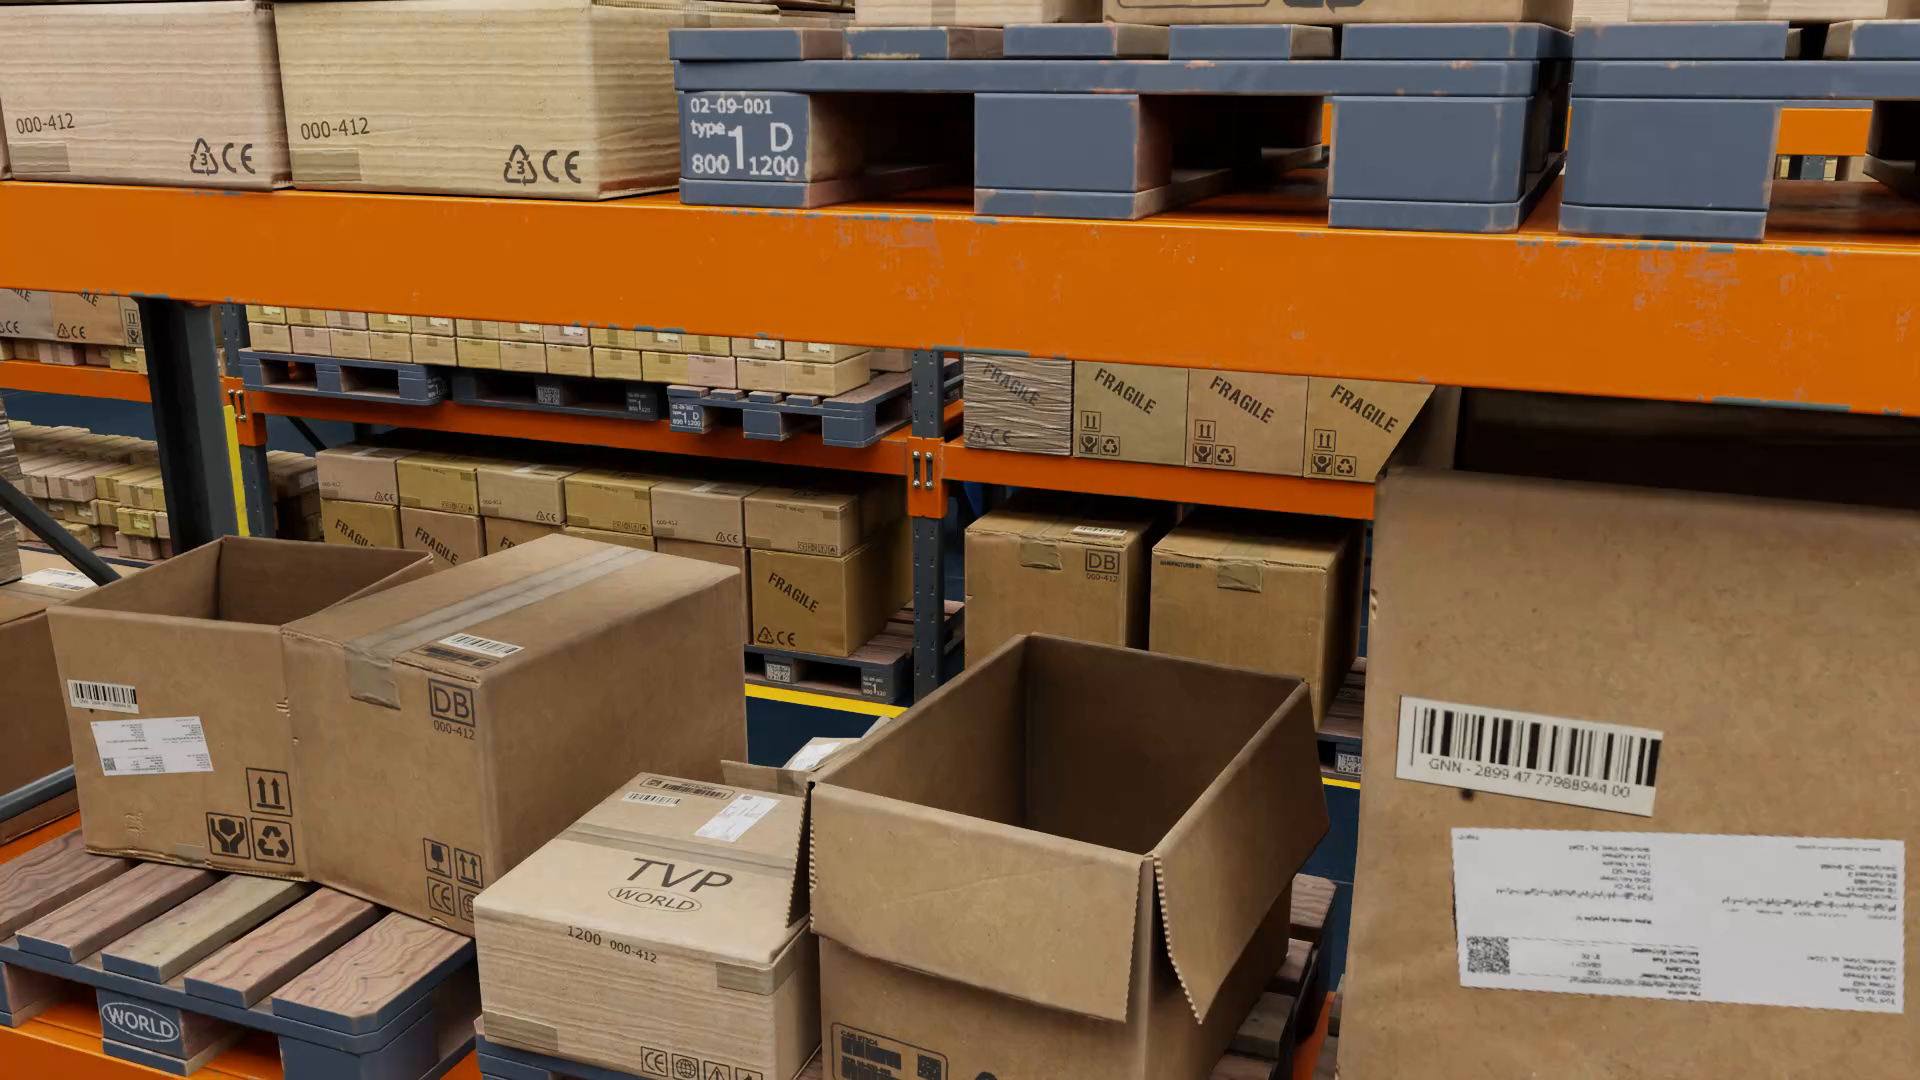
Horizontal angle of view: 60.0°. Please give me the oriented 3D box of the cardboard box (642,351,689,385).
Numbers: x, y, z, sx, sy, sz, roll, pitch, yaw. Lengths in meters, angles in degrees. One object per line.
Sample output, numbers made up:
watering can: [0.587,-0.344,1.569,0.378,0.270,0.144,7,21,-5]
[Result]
cardboard box: [-1.307,-0.851,7.921,0.250,0.149,0.380,6,17,20]

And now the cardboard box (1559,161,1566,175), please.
cardboard box: [4.042,-2.427,11.023,0.250,0.149,0.380,6,17,18]

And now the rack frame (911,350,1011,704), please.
rack frame: [0.020,-0.760,7.911,0.127,3.000,1.000,6,17,21]

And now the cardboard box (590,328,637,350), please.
cardboard box: [-1.564,-1.021,7.975,0.250,0.149,0.380,6,17,20]

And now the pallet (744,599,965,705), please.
pallet: [-0.706,0.499,8.576,1.213,0.211,1.003,6,17,21]

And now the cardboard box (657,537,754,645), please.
cardboard box: [-1.169,0.185,8.385,0.500,0.500,0.500,7,18,23]

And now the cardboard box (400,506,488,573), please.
cardboard box: [-2.618,0.028,8.928,0.500,0.500,0.500,7,18,23]

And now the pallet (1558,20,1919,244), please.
pallet: [1.292,-0.516,2.027,1.003,0.211,1.213,6,17,21]

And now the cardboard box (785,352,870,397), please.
cardboard box: [-0.607,-0.772,7.651,0.250,0.149,0.380,7,17,22]

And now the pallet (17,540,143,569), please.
pallet: [-5.477,-0.014,10.343,1.213,0.211,1.003,6,17,21]

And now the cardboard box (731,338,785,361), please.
cardboard box: [-0.855,-0.943,7.706,0.250,0.149,0.380,7,18,23]

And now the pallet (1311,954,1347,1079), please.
pallet: [1.170,0.902,2.532,1.213,0.211,1.003,6,17,21]

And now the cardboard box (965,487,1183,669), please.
cardboard box: [0.554,0.204,7.871,0.750,0.750,1.050,6,17,20]

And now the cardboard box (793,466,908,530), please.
cardboard box: [-0.532,-0.255,8.556,0.500,0.250,0.500,5,17,18]

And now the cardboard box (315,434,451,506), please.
cardboard box: [-3.110,-0.386,9.009,0.500,0.250,0.500,5,17,18]

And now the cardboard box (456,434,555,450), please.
cardboard box: [-2.442,-0.464,9.276,0.500,0.250,0.500,7,18,23]

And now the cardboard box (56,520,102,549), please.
cardboard box: [-5.153,-0.059,9.858,0.250,0.149,0.380,6,17,21]

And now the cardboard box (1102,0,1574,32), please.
cardboard box: [0.550,-0.936,2.200,0.637,0.503,0.797,7,18,23]

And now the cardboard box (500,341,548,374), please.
cardboard box: [-2.053,-0.932,8.200,0.250,0.149,0.380,5,17,18]

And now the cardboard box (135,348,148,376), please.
cardboard box: [-4.332,-1.015,9.240,0.250,0.149,0.380,6,17,19]

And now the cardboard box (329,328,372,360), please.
cardboard box: [-3.012,-1.037,8.563,0.250,0.149,0.380,6,17,21]

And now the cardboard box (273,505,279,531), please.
cardboard box: [-4.110,-0.094,9.445,0.250,0.149,0.380,7,17,22]

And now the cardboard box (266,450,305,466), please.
cardboard box: [-4.180,-0.420,10.033,0.250,0.149,0.380,7,18,23]

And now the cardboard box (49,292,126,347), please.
cardboard box: [-4.737,-1.390,9.367,0.500,0.500,0.500,6,17,19]

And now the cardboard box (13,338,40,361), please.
cardboard box: [-5.270,-1.151,9.707,0.250,0.149,0.380,6,17,20]

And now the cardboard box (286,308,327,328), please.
cardboard box: [-3.261,-1.207,8.616,0.250,0.149,0.380,6,17,20]

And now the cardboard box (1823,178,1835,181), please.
cardboard box: [7.723,-3.165,14.853,0.250,0.149,0.380,7,17,22]

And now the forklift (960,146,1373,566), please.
forklift: [1.574,-1.257,9.746,3.031,2.935,1.130,5,17,16]

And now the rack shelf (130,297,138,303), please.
rack shelf: [-3.754,-0.783,3.902,4.000,0.370,1.077,6,17,21]

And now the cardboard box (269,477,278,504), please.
cardboard box: [-4.127,-0.256,9.469,0.250,0.149,0.380,7,18,22]

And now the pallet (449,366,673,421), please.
pallet: [-1.836,-0.860,8.599,1.213,0.211,1.003,6,17,21]

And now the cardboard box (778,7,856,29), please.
cardboard box: [-0.429,-0.768,2.828,0.500,0.250,0.500,7,18,22]

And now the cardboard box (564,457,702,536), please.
cardboard box: [-1.653,-0.228,8.464,0.500,0.250,0.500,7,17,22]

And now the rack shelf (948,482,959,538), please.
rack shelf: [-0.154,-0.340,10.638,0.480,0.518,0.431,6,17,21]

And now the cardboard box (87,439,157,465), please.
cardboard box: [-5.174,-0.507,10.334,0.250,0.149,0.380,6,17,18]

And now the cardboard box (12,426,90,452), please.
cardboard box: [-5.848,-0.618,10.715,0.250,0.149,0.380,7,18,23]

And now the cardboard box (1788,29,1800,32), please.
cardboard box: [3.026,-2.000,6.138,0.500,0.250,0.500,6,17,21]

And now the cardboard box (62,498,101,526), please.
cardboard box: [-5.064,-0.214,9.856,0.250,0.149,0.380,7,17,22]

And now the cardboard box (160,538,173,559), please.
cardboard box: [-4.401,-0.002,9.659,0.250,0.149,0.380,7,18,22]

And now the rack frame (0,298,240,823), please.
rack frame: [-1.894,0.516,3.515,0.127,3.000,1.000,6,17,21]

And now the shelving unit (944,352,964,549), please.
shelving unit: [-0.154,-1.025,10.439,0.503,2.100,0.431,6,17,21]

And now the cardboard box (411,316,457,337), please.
cardboard box: [-2.527,-1.128,8.341,0.250,0.149,0.380,7,18,23]

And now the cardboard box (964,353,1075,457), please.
cardboard box: [0.339,-0.692,7.498,0.500,0.500,0.500,6,17,21]

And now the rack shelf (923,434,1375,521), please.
rack shelf: [1.881,-0.210,7.306,4.000,0.370,1.077,6,17,21]

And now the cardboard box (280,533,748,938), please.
cardboard box: [-0.821,0.343,3.181,0.500,0.500,0.700,9,19,29]

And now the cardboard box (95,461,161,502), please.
cardboard box: [-4.826,-0.342,9.766,0.250,0.149,0.380,7,18,22]

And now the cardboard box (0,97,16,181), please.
cardboard box: [-1.550,-0.738,2.725,0.500,0.250,0.500,7,17,22]

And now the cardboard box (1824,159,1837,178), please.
cardboard box: [7.752,-3.327,14.876,0.250,0.149,0.380,7,17,21]

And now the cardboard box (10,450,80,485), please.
cardboard box: [-5.558,-0.424,10.049,0.250,0.149,0.380,6,17,21]

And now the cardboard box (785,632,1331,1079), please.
cardboard box: [0.181,0.521,2.561,0.637,0.503,0.797,8,18,26]
